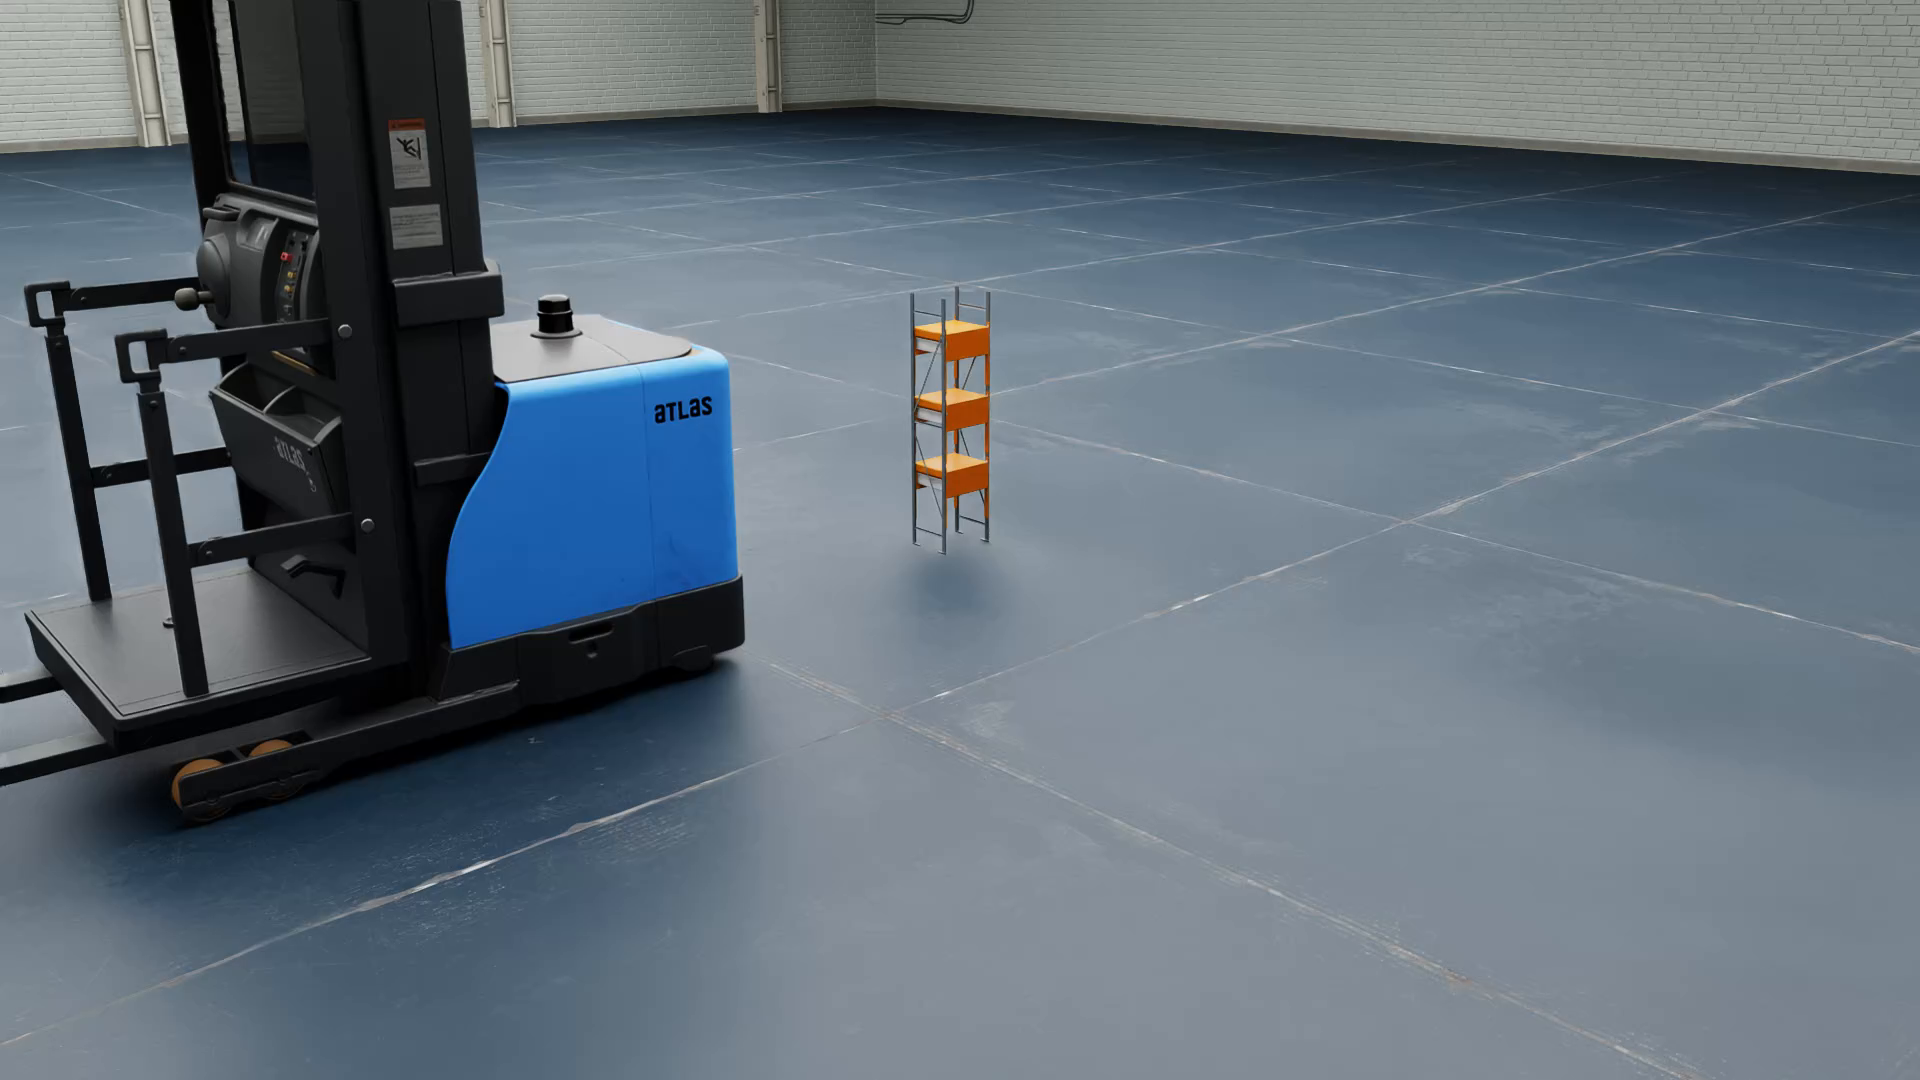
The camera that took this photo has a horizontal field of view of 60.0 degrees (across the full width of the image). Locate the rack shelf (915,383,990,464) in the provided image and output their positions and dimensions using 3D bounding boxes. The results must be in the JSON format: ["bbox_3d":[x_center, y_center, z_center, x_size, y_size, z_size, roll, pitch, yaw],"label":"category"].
[{"bbox_3d":[-0.039,-0.478,6.791,0.240,0.259,0.215,-16,24,-41],"label":"rack shelf"}]

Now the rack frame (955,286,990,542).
[{"bbox_3d":[0.050,-0.514,6.868,0.008,1.050,0.200,-16,24,-41],"label":"rack frame"}]

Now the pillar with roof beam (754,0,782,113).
[{"bbox_3d":[-0.907,-12.022,29.474,0.400,9.000,9.100,-16,24,-41],"label":"pillar with roof beam"}]

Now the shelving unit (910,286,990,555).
[{"bbox_3d":[-0.039,-0.488,6.788,0.252,1.050,0.215,-16,24,-41],"label":"shelving unit"}]

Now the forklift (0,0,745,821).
[{"bbox_3d":[-2.190,-0.801,4.704,3.031,2.935,1.130,-14,23,-38],"label":"forklift"}]

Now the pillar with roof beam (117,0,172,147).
[{"bbox_3d":[-9.626,-9.480,21.632,0.400,9.000,9.100,-16,24,-41],"label":"pillar with roof beam"}]

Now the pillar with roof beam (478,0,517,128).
[{"bbox_3d":[-5.266,-10.751,25.553,0.400,9.000,9.100,-16,24,-41],"label":"pillar with roof beam"}]

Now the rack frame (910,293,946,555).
[{"bbox_3d":[-0.128,-0.462,6.708,0.008,1.050,0.200,-16,24,-41],"label":"rack frame"}]

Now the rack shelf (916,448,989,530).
[{"bbox_3d":[-0.039,-0.214,6.877,0.240,0.259,0.215,-16,24,-41],"label":"rack shelf"}]

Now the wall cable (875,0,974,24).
[{"bbox_3d":[-0.815,-11.838,33.940,0.112,2.526,3.097,-16,24,-41],"label":"wall cable"}]

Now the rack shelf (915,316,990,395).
[{"bbox_3d":[-0.039,-0.748,6.704,0.240,0.259,0.215,-16,24,-41],"label":"rack shelf"}]
